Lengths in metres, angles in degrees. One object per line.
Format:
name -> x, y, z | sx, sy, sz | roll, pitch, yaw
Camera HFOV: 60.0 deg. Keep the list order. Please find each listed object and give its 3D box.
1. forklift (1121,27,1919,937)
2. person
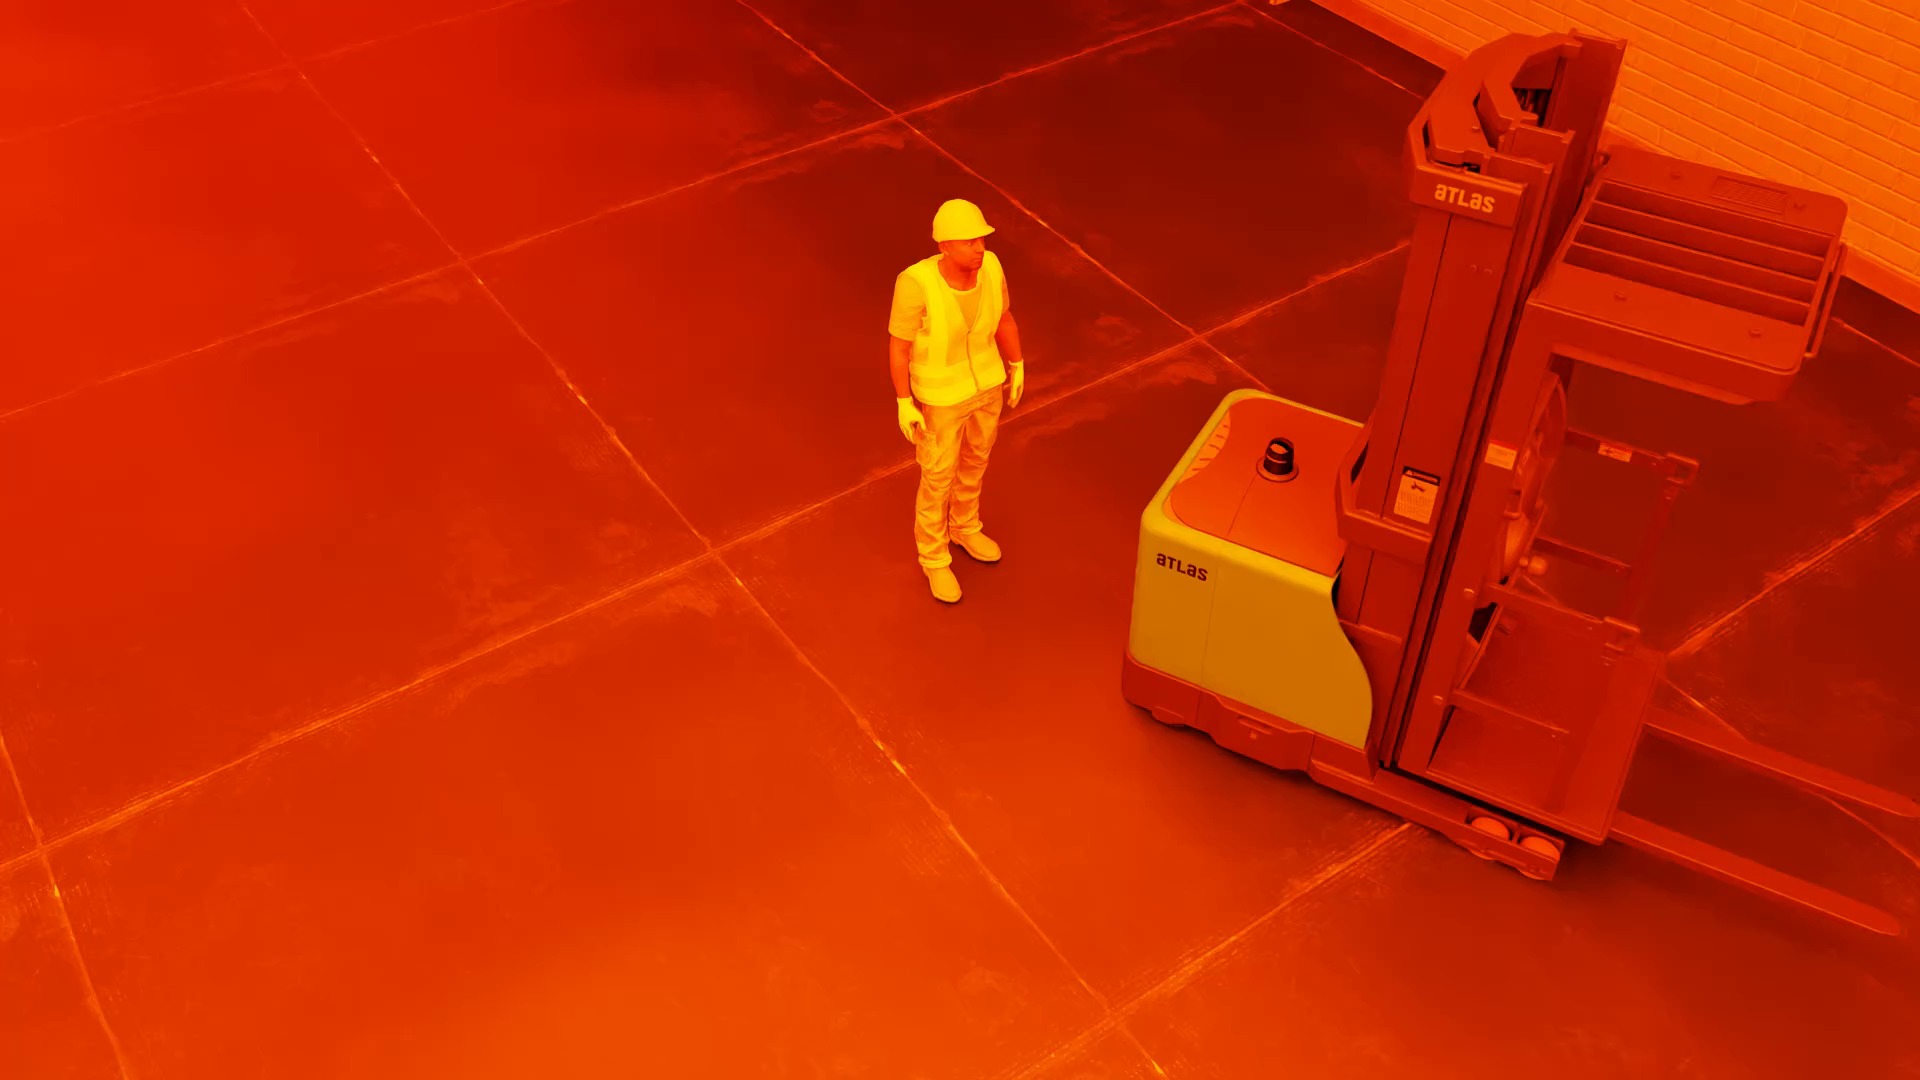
forklift -> 2.227, -0.179, 5.910 | 3.031, 2.935, 1.130 | 21, 46, 21
person -> 0.035, -0.617, 7.222 | 0.657, 1.785, 0.575 | -25, 48, -25
